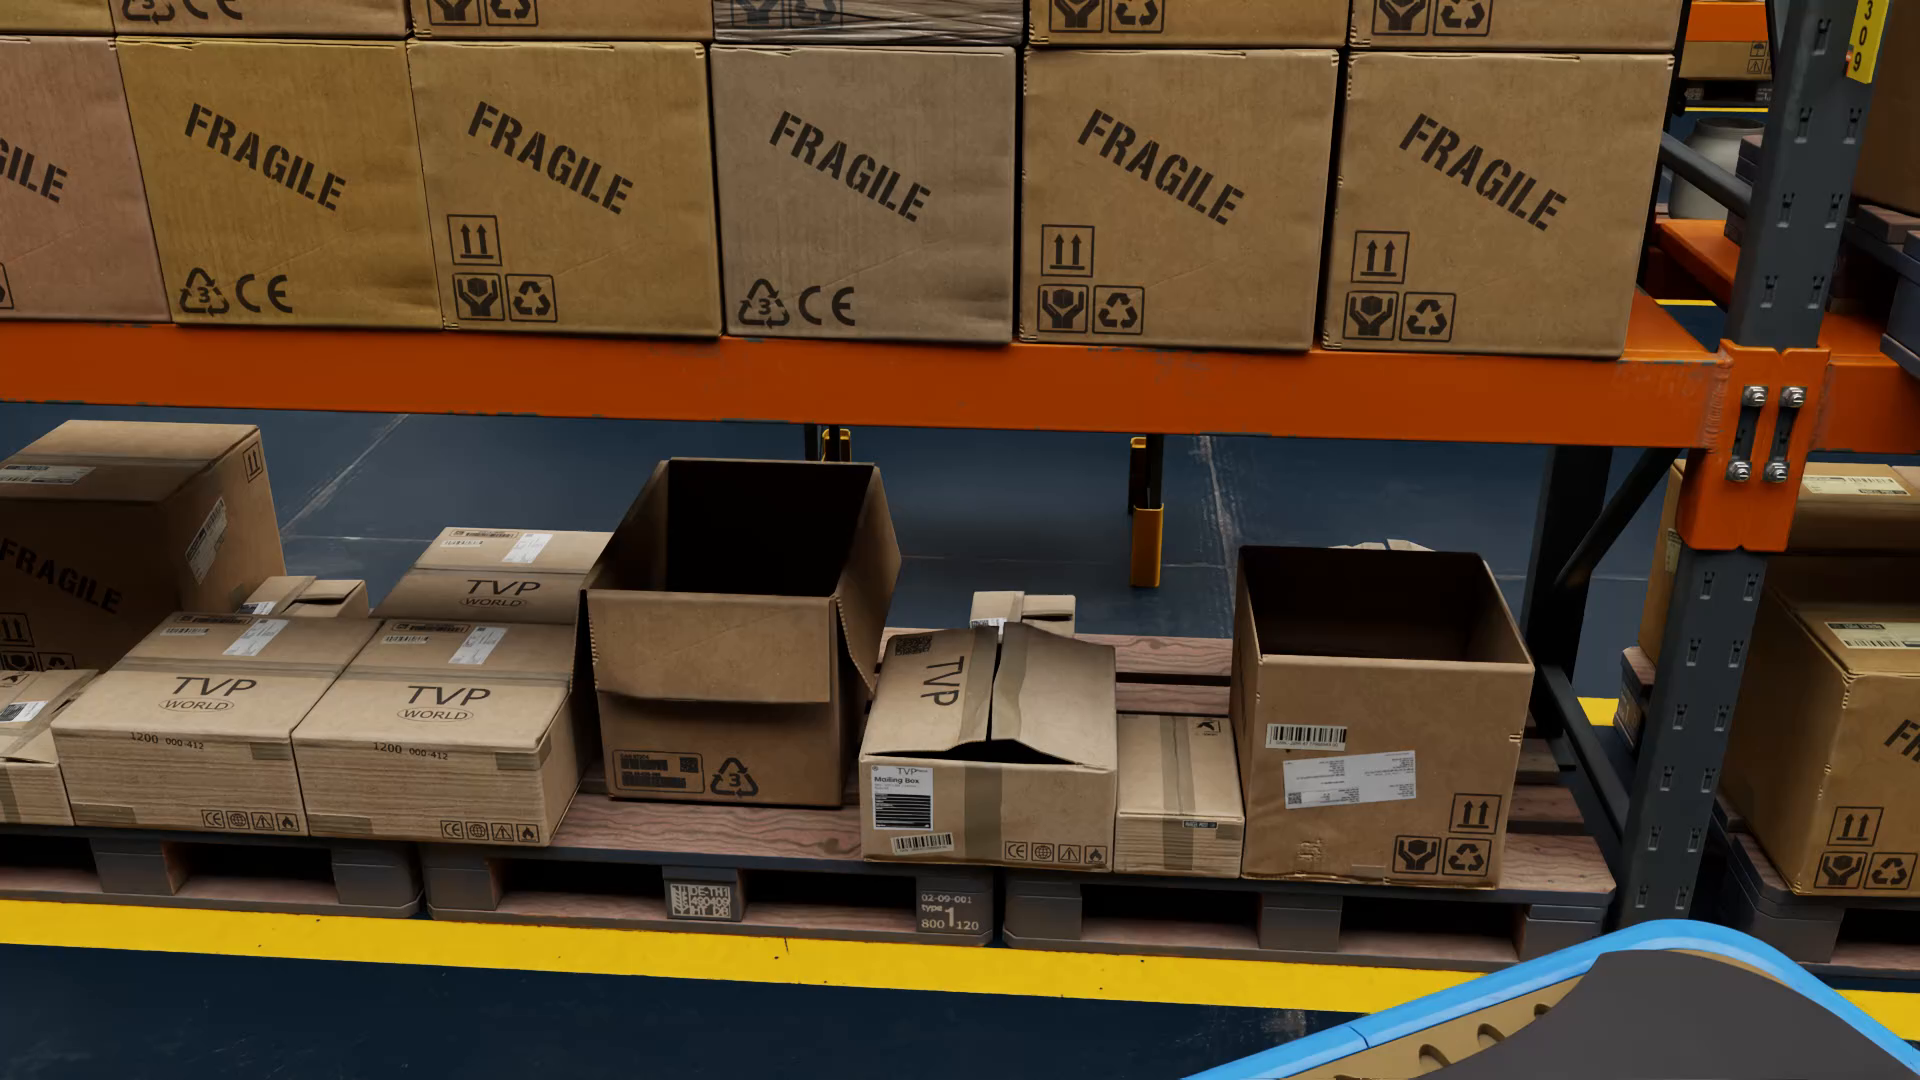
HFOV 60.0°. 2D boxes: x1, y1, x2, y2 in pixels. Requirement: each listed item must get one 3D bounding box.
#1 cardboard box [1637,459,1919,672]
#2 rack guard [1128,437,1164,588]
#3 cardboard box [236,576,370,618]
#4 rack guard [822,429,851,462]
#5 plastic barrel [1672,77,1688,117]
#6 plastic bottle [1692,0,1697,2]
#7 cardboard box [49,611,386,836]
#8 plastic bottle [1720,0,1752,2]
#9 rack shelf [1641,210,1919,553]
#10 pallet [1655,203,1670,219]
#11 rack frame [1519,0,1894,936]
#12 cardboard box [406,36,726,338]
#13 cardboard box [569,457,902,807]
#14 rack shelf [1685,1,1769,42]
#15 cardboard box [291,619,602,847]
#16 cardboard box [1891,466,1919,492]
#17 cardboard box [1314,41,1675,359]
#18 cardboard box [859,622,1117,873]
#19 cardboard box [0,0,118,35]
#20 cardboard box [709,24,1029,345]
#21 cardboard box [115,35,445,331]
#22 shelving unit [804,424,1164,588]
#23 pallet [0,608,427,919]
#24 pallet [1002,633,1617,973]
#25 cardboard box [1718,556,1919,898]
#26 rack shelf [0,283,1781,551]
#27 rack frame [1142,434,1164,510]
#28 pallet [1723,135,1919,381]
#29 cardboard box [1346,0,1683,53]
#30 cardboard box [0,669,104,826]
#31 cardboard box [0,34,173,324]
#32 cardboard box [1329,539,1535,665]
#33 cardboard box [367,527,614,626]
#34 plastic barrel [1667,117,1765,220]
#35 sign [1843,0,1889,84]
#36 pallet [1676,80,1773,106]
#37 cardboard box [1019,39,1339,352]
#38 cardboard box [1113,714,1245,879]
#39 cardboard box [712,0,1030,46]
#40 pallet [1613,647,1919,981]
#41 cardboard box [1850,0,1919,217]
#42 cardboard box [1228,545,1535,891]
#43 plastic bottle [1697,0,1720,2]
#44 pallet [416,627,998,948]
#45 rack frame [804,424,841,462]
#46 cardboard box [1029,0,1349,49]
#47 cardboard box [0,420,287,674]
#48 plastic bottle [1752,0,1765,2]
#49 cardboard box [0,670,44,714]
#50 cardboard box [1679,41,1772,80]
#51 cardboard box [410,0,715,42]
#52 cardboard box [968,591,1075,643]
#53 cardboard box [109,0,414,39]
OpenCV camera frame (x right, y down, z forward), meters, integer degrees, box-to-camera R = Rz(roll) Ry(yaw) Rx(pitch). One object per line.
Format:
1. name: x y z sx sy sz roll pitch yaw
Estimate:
1. cardboard box: 1.923 0.143 3.814 0.500 0.500 0.500 2 25 4
2. rack guard: 0.573 -0.095 5.158 0.087 0.250 0.587 2 25 4
3. cardboard box: -1.622 0.236 4.013 0.250 0.166 0.380 2 25 4
4. rack guard: -0.421 -0.127 5.227 0.087 0.250 0.587 2 25 4
5. plastic barrel: 3.039 -1.944 7.893 0.708 0.901 0.600 2 25 4
6. plastic bottle: 3.147 -2.494 7.229 0.135 0.276 0.152 2 25 4
7. cardboard box: -1.561 0.384 3.590 0.500 0.250 0.500 2 25 4
8. plastic bottle: 3.379 -2.486 7.213 0.135 0.276 0.152 2 25 4
9. rack shelf: 3.403 -0.298 3.170 4.000 0.370 1.077 2 25 4
10. pallet: 3.778 -1.406 8.054 1.213 0.211 1.003 2 25 4
11. rack frame: 1.409 -0.689 3.158 0.127 3.000 1.000 2 25 4
12. cardboard box: -0.644 -0.690 3.041 0.500 0.500 0.500 2 25 5
13. cardboard box: -0.465 0.187 3.714 0.637 0.503 0.797 2 25 4
14. rack shelf: 3.786 -2.362 7.656 4.000 0.370 1.077 2 25 4
15. cardboard box: -1.062 0.400 3.555 0.500 0.250 0.500 2 25 4
16. cardboard box: 2.415 0.163 3.772 0.500 0.500 0.500 2 25 4
17. cardboard box: 0.891 -0.643 2.940 0.500 0.500 0.500 2 25 5
18. cardboard box: 0.071 0.409 3.463 0.500 0.311 0.500 2 25 4
19. cardboard box: -1.635 -1.179 2.908 0.500 0.500 0.500 2 25 5
20. cardboard box: -0.136 -0.675 3.008 0.500 0.500 0.500 2 25 5
21. cardboard box: -1.142 -0.707 3.077 0.500 0.500 0.500 2 25 4
22. shelving unit: 0.076 -0.679 4.931 1.083 1.500 0.587 2 25 4
23. pallet: -1.709 0.478 3.960 1.213 0.211 1.003 2 25 4
24. pallet: 0.724 0.556 3.790 1.213 0.211 1.003 2 25 4
25. cardboard box: 1.872 0.364 3.335 0.500 0.500 0.500 1 25 2
26. rack shelf: -0.585 -0.426 3.448 4.000 0.370 1.077 2 25 4
27. rack frame: 0.592 -0.662 4.895 0.032 1.500 0.500 2 25 4
28. pallet: 2.197 -0.531 3.044 1.213 0.211 1.003 2 25 4
29. cardboard box: 0.885 -1.097 2.729 0.500 0.500 0.500 2 25 4
30. cardboard box: -1.939 0.435 3.579 0.250 0.166 0.380 2 25 4
31. cardboard box: -1.642 -0.724 3.115 0.500 0.500 0.500 2 25 3
32. cardboard box: 1.007 0.229 3.854 0.500 0.311 0.500 2 25 4
33. cardboard box: -1.074 0.190 4.012 0.500 0.250 0.500 2 25 4
34. plastic barrel: 3.595 -1.711 7.854 0.421 0.512 0.421 0 25 0
35. sign: 1.375 -0.856 2.485 0.005 0.325 0.100 2 25 4
36. pallet: 5.379 -3.479 12.559 1.213 0.211 1.003 2 25 4
37. cardboard box: 0.377 -0.659 2.975 0.500 0.500 0.500 3 25 5
38. cardboard box: 0.440 0.519 3.417 0.250 0.149 0.380 2 25 4
39. cardboard box: -0.129 -1.128 2.798 0.500 0.500 0.500 2 25 4
40. pallet: 2.223 0.588 3.719 1.213 0.211 1.003 2 25 4
41. cardboard box: 1.864 -0.817 2.814 0.500 0.500 0.700 -6 25 -14
42. cardboard box: 0.819 0.347 3.372 0.500 0.500 0.500 2 25 4
43. plastic bottle: 3.261 -2.445 7.212 0.097 0.201 0.097 0 25 0
44. pallet: -0.496 0.518 3.873 1.213 0.211 1.003 2 25 4
45. rack frame: -0.422 -0.695 4.966 0.032 1.500 0.500 2 25 4
46. cardboard box: 0.374 -1.112 2.762 0.500 0.500 0.500 1 25 3
47. cardboard box: -2.018 0.034 4.053 0.500 0.500 0.500 2 25 4
48. plastic bottle: 3.492 -2.469 7.181 0.097 0.271 0.097 0 25 0
49. cardboard box: -2.188 0.435 3.600 0.250 0.149 0.380 2 25 4
50. cardboard box: 5.473 -3.946 12.276 0.875 0.875 1.225 1 25 2
51. cardboard box: -0.630 -1.145 2.834 0.500 0.500 0.500 2 25 4
52. cardboard box: 0.144 0.271 3.935 0.250 0.166 0.380 2 25 4
53. cardboard box: -1.137 -1.161 2.868 0.500 0.500 0.500 2 25 5
